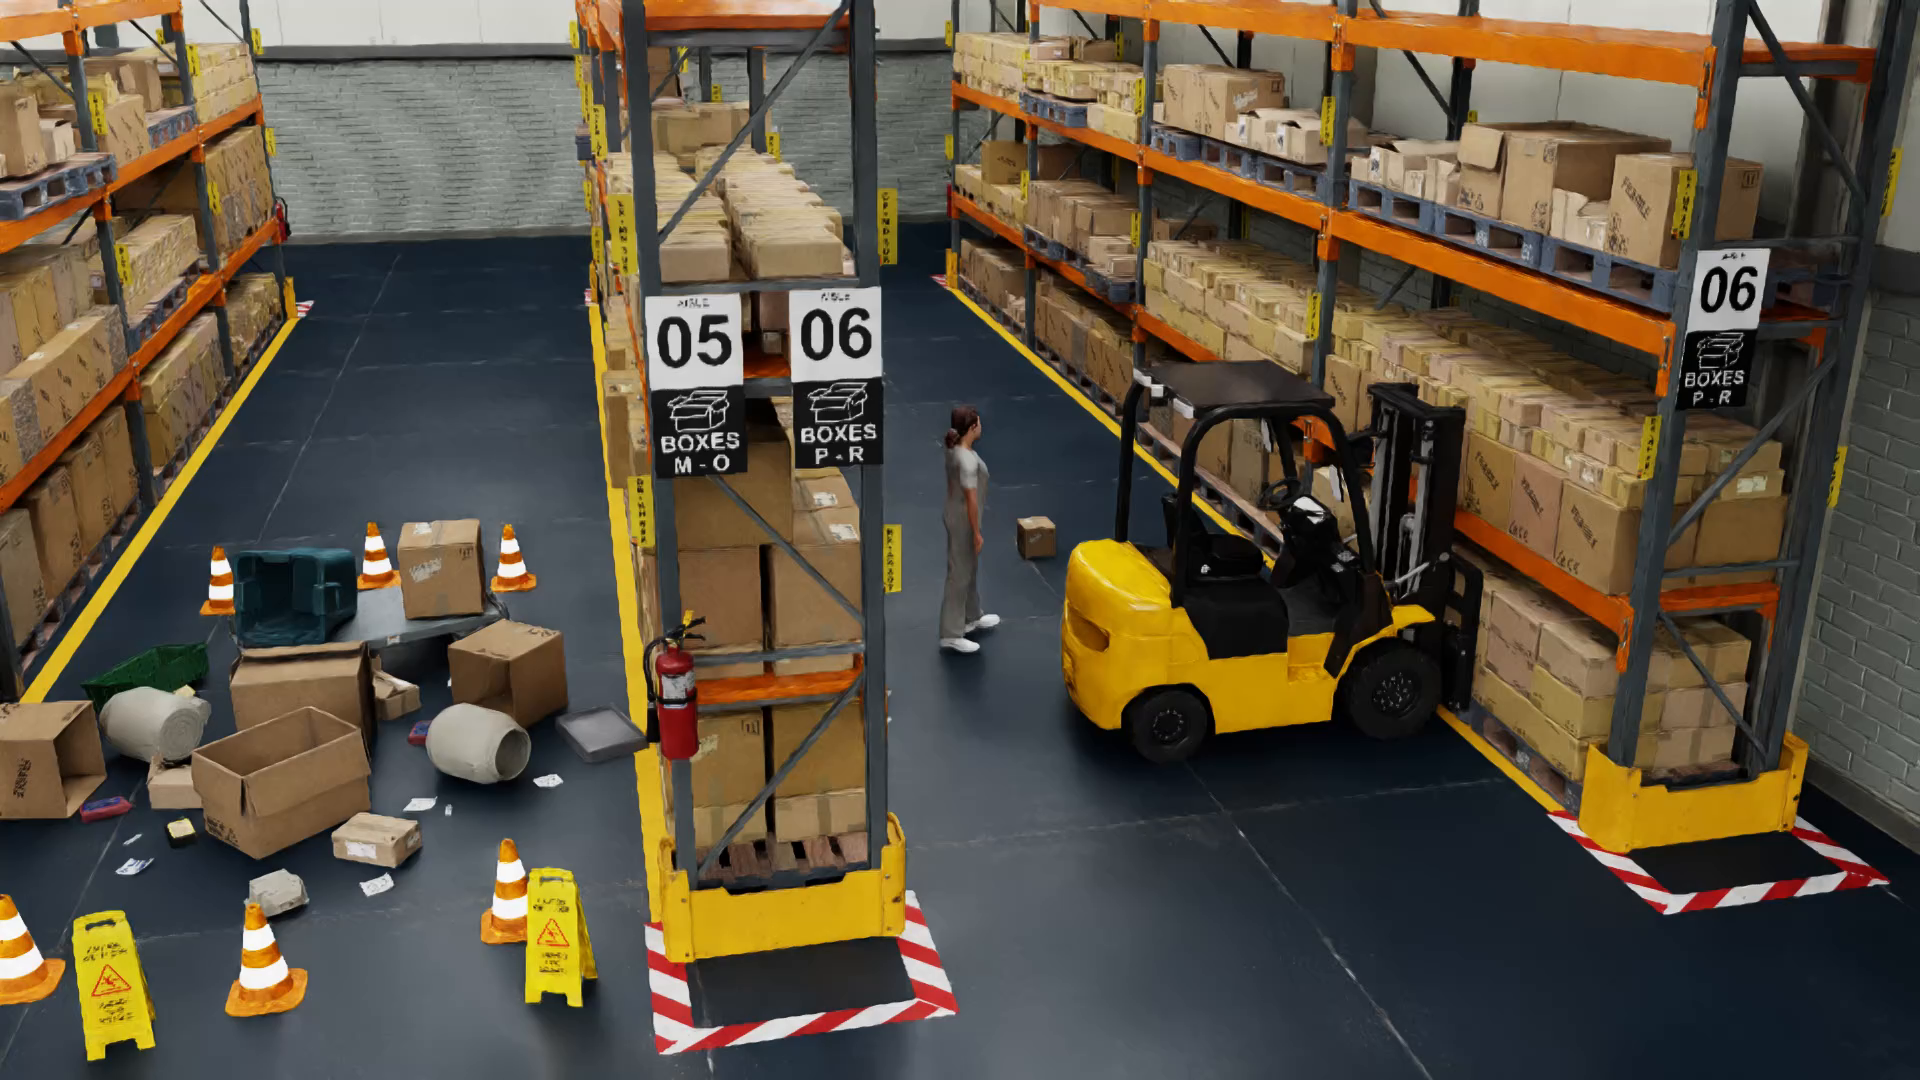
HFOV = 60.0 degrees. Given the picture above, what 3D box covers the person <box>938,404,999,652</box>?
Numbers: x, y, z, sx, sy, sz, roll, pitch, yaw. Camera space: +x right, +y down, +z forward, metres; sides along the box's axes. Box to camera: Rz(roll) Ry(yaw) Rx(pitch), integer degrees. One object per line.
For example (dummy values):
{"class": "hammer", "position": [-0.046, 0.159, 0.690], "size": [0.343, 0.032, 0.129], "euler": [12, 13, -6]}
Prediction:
{"class": "person", "position": [0.070, -0.106, 11.302], "size": [0.495, 1.670, 0.545], "euler": [-4, 20, -12]}
